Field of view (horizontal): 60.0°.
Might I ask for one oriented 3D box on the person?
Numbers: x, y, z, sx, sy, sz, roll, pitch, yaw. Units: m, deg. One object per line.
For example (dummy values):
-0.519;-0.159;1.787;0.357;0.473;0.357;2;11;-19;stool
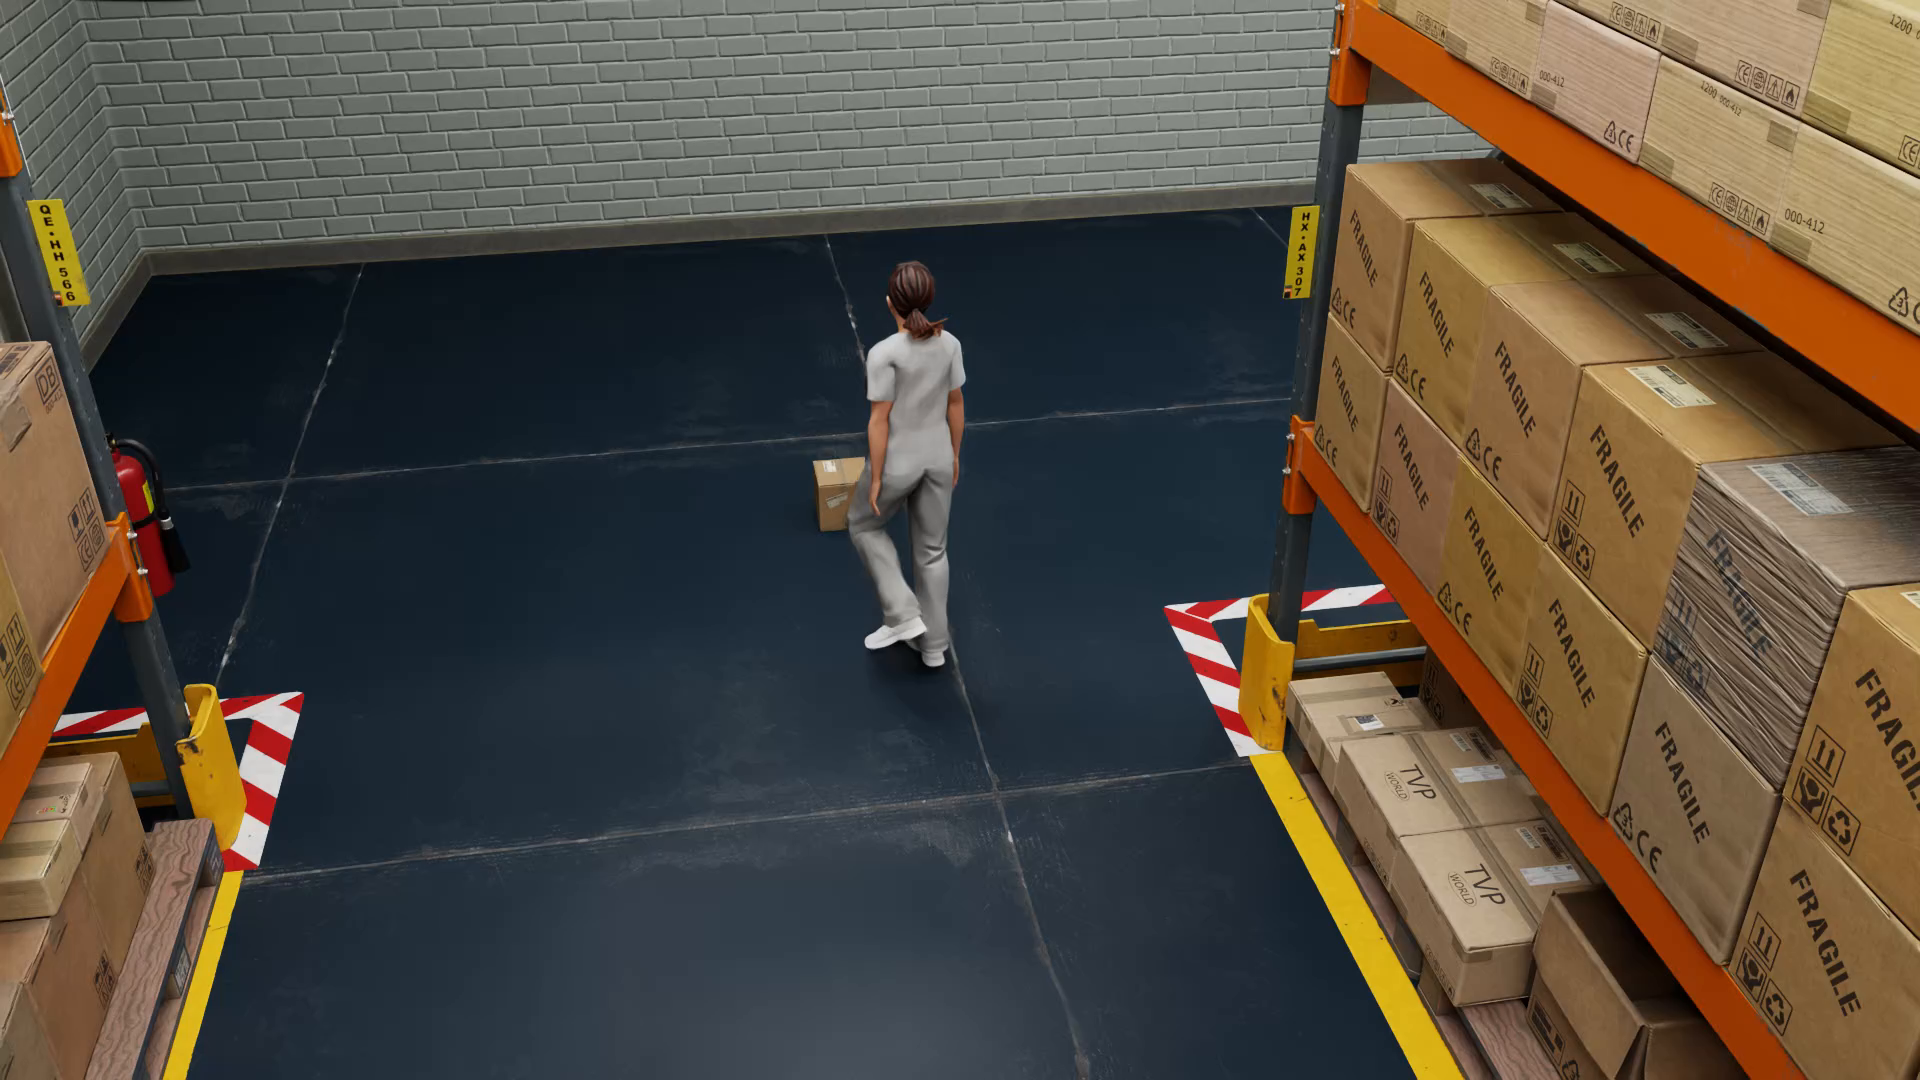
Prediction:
-0.184;-0.288;6.592;0.483;1.657;0.470;-16;34;-25;person
